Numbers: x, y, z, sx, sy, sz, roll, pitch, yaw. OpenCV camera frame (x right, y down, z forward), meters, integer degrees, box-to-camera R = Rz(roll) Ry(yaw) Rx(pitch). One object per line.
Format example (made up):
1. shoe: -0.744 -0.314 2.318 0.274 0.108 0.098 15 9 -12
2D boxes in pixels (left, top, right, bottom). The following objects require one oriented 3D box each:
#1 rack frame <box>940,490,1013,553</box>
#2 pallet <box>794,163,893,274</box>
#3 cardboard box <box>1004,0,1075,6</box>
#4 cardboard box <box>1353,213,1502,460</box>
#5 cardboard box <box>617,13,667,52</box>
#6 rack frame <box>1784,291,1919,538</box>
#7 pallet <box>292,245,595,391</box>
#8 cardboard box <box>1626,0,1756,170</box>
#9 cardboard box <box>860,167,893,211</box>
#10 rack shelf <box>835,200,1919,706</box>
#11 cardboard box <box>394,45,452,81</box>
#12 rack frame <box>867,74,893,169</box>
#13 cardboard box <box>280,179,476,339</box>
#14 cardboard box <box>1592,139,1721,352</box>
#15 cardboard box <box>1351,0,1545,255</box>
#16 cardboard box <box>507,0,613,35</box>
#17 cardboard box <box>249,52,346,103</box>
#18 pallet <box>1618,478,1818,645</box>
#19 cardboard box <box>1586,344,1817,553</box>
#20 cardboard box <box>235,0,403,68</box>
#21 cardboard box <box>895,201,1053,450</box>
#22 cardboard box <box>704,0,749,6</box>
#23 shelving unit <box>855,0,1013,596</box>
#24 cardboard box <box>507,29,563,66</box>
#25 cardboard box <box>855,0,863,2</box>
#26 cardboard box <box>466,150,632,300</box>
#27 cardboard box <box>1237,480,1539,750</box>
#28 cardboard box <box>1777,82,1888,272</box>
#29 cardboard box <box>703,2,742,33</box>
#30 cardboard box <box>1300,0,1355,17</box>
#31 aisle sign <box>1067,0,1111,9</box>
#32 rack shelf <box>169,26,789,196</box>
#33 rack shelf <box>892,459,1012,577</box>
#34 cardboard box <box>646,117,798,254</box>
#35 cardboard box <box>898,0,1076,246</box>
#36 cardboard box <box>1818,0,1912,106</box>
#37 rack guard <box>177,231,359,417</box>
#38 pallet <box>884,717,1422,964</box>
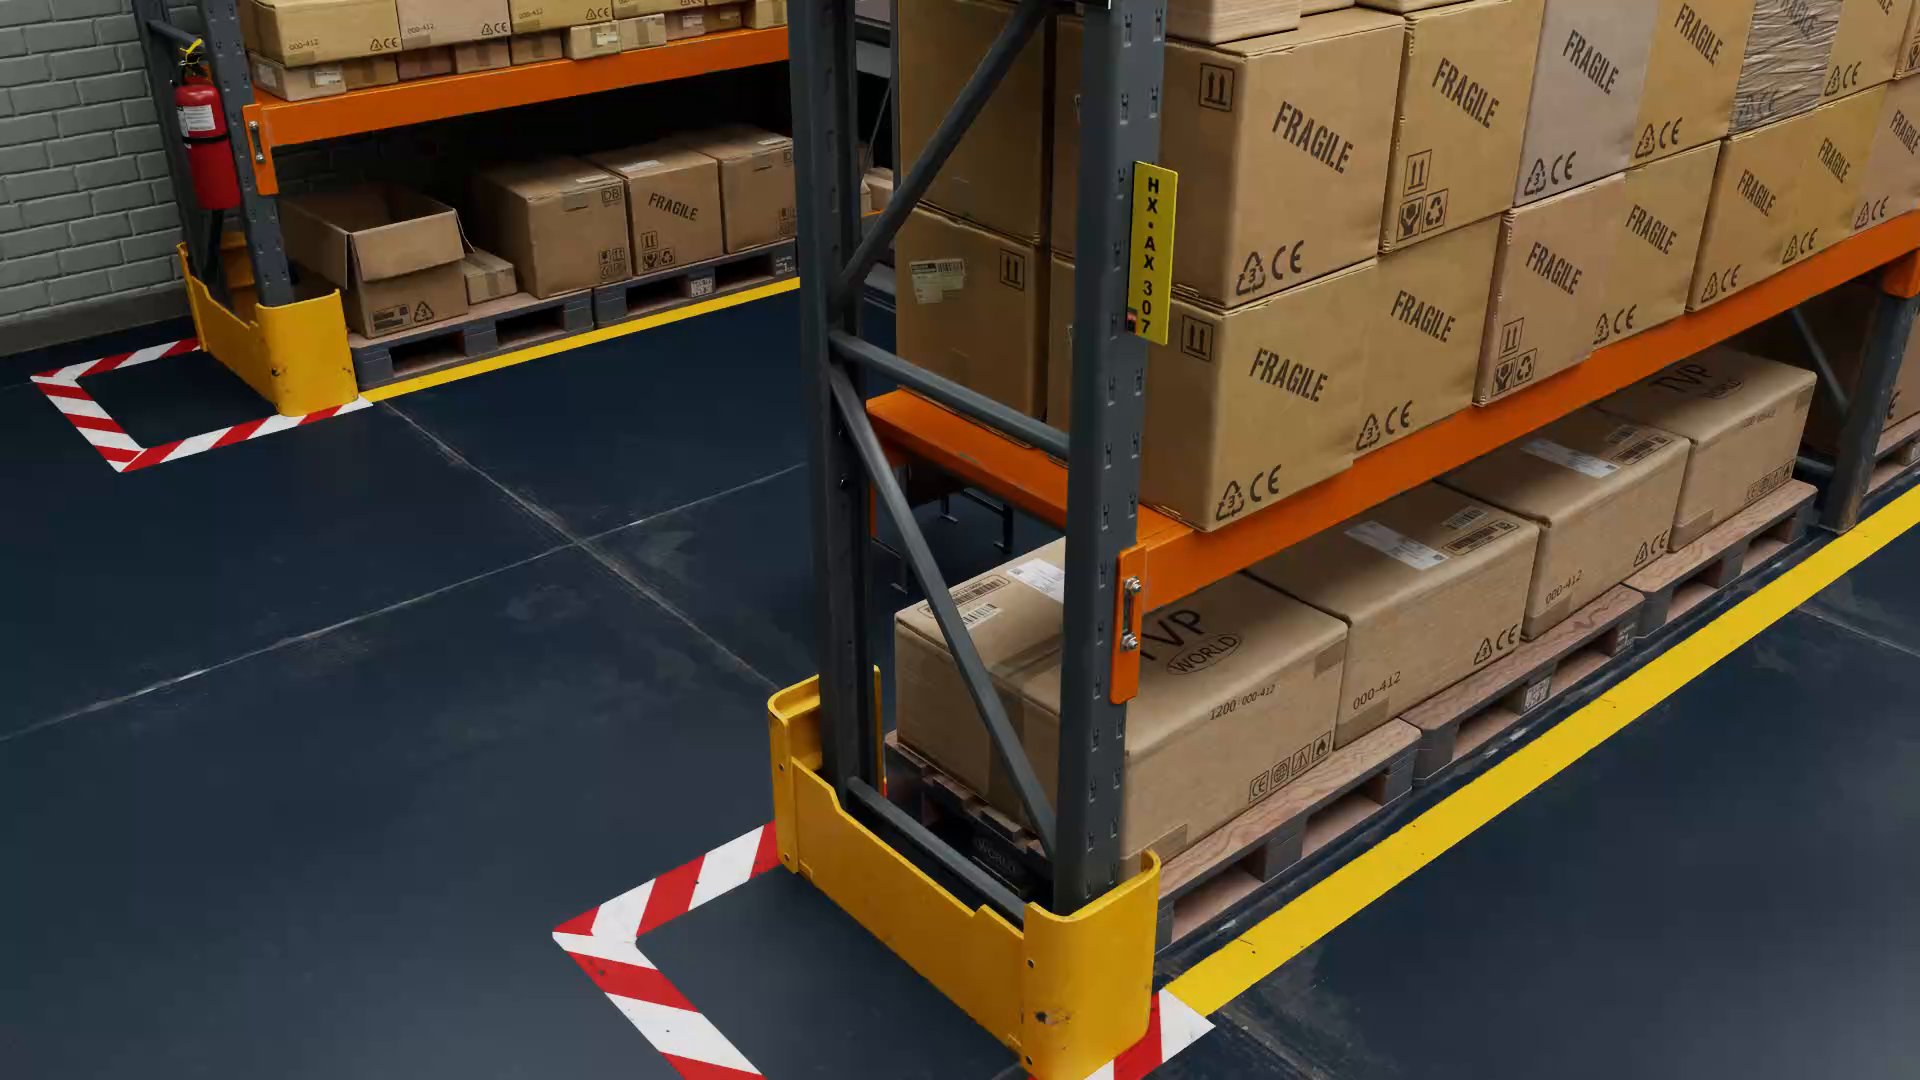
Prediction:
1. rack frame: 0.060 -0.950 5.800 0.015 2.100 0.400 -22 35 -35
2. pallet: -0.710 -1.869 9.523 1.213 0.211 1.003 -22 35 -35
3. cardboard box: 0.137 -1.259 3.568 0.250 0.149 0.380 -21 35 -34
4. cardboard box: 0.913 -0.559 4.007 0.500 0.500 0.500 -22 35 -36
5. cardboard box: -1.603 -2.440 7.900 0.250 0.149 0.380 -21 35 -34
6. rack frame: 3.037 -1.530 5.930 0.127 3.000 1.000 -22 35 -35
7. pallet: -2.566 -1.122 8.126 1.213 0.211 1.003 -22 35 -35
8. cardboard box: 1.698 -1.310 4.351 0.500 0.500 0.500 -22 35 -35
9. cardboard box: -0.420 -1.961 9.315 0.250 0.149 0.380 -23 36 -36
10. rack shelf: 1.516 -0.601 4.955 4.000 0.370 1.077 -22 35 -35
11. cardboard box: -2.461 -2.163 7.382 0.250 0.149 0.380 -22 35 -36
12. rack frame: -0.187 -3.308 9.258 0.127 3.000 1.000 -22 35 -35
13. cardboard box: -2.703 -1.322 7.745 0.637 0.503 0.797 -24 36 -37
14. cardboard box: 1.681 -0.867 4.584 0.500 0.500 0.500 -21 34 -33
15. cardboard box: 0.933 -0.997 3.765 0.500 0.500 0.500 -23 36 -36
16. cardboard box: -1.943 -2.503 7.594 0.500 0.250 0.500 -23 36 -36
17. cardboard box: -2.802 -1.976 7.032 0.250 0.149 0.380 -22 35 -35
18. pallet: 2.408 -0.095 6.205 1.213 0.211 1.003 -22 35 -35
19. cardboard box: 2.490 -0.431 6.148 0.875 0.438 0.875 -22 35 -36
20. cardboard box: -2.710 -2.192 7.013 0.500 0.250 0.500 -22 35 -35
21. cardboard box: 0.190 -0.593 4.071 0.500 0.500 0.500 -22 35 -35
22. cardboard box: -1.176 -2.824 8.195 0.500 0.250 0.500 -22 35 -35
23. shelving unit: -0.126 -0.875 5.660 0.503 2.100 0.431 -22 35 -35
24. cardboard box: -2.031 -2.302 7.642 0.250 0.149 0.380 -21 35 -34
25. cardboard box: -0.632 -2.834 8.637 0.250 0.149 0.380 -21 34 -34
26. cardboard box: -2.028 -1.568 8.209 0.500 0.500 0.700 -20 34 -33
27. cardboard box: 1.122 0.118 5.120 0.875 0.438 0.875 -21 34 -34
28. cardboard box: 2.463 -1.181 5.171 0.500 0.500 0.500 -23 36 -36
29. cardboard box: -1.294 -2.636 8.267 0.250 0.149 0.380 -21 35 -34
30. cardboard box: 0.597 -1.192 3.444 0.250 0.149 0.380 -21 35 -34
31. aisle sign: 0.128 -1.327 2.792 0.004 0.787 0.394 -22 35 -35
32. rack shelf: -1.709 -2.379 8.283 4.000 0.370 1.077 -22 35 -35
33. rack shelf: -0.126 -0.246 5.997 0.480 0.518 0.431 -22 35 -35
34. cardboard box: -1.238 -1.886 8.803 0.500 0.500 0.700 -23 36 -37
35. cardboard box: 0.207 -1.024 3.817 0.500 0.500 0.500 -21 34 -33
36. cardboard box: 2.466 -1.619 4.931 0.500 0.500 0.500 -22 35 -36
37. rack guard: -3.172 -1.006 7.601 0.348 0.500 1.175 -22 35 -35
38. pallet: 0.552 0.651 4.808 1.213 0.211 1.003 -22 35 -35
